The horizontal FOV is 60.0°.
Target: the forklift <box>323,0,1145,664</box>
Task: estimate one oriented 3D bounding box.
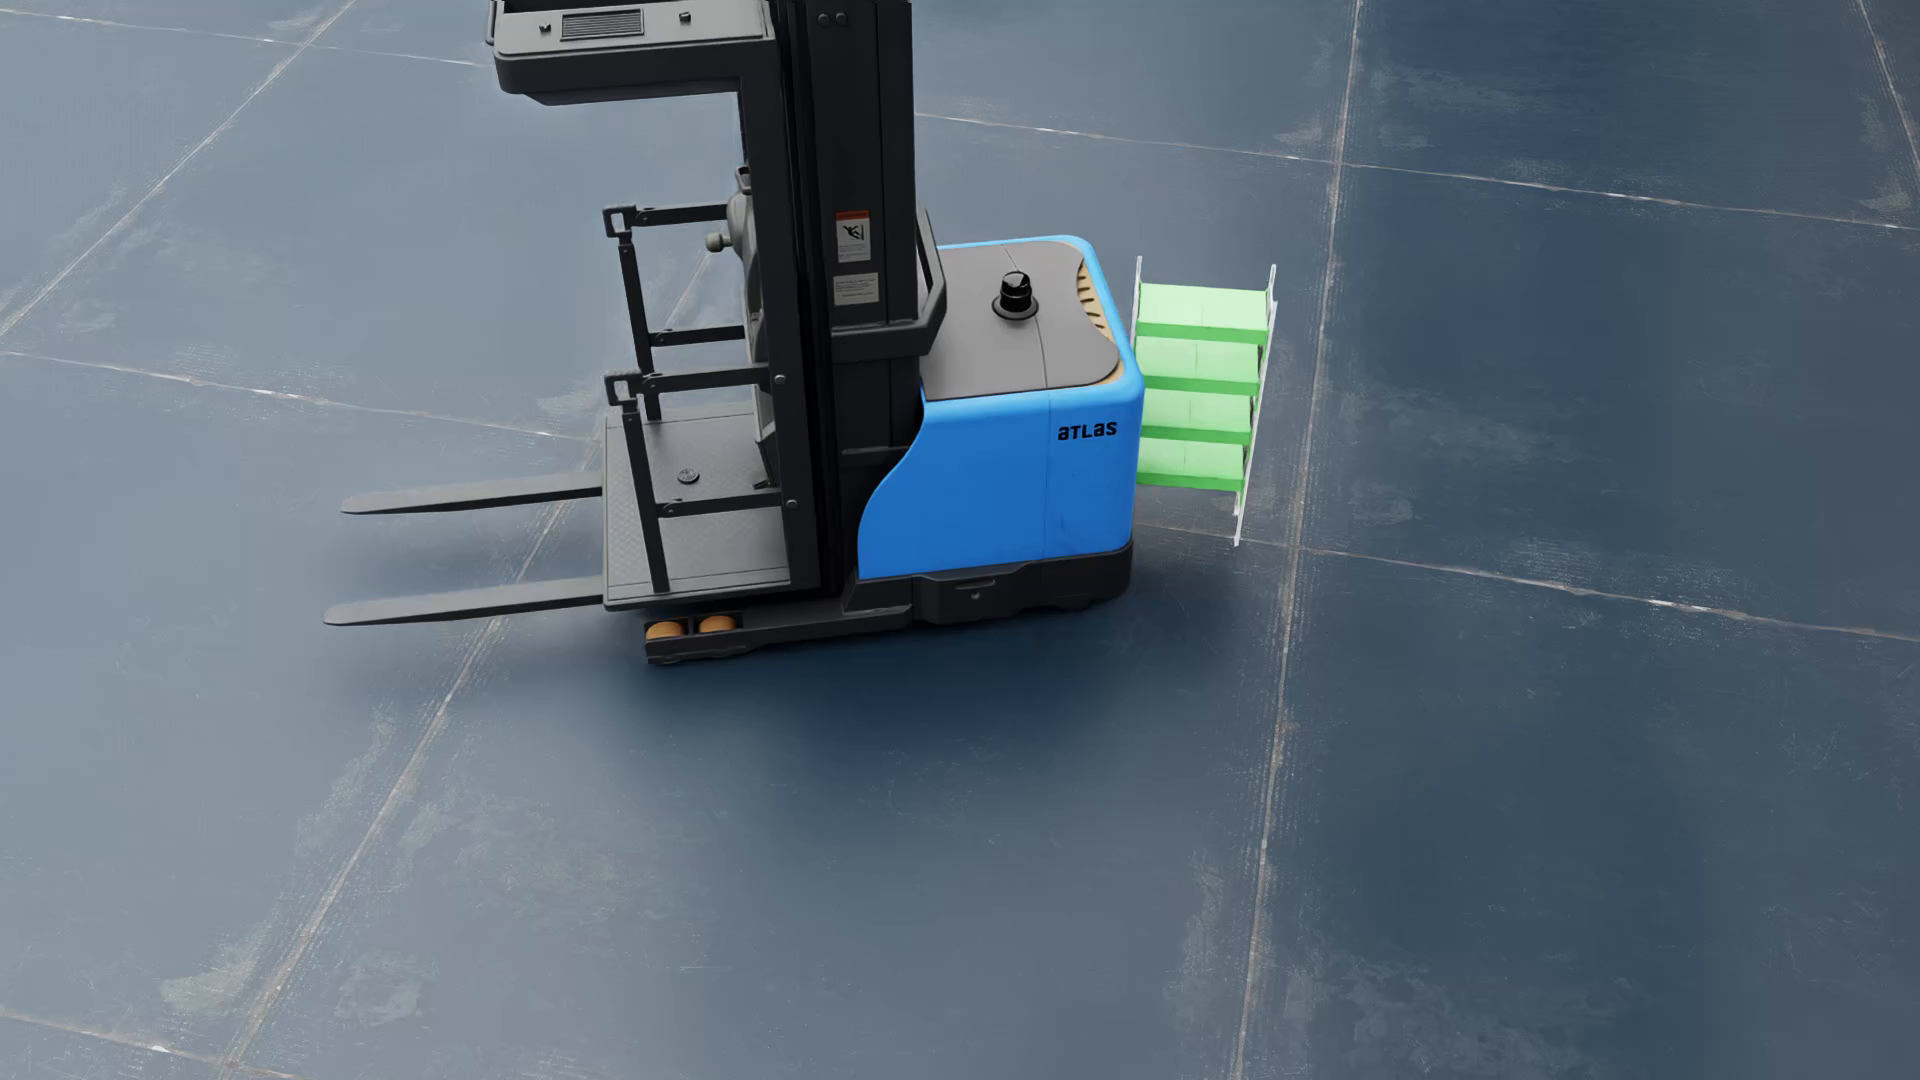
[{"bbox_3d":[-0.900,-0.985,5.660,3.031,2.935,1.130,-6,44,-7],"label":"forklift"}]

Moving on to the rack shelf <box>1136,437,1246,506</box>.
[{"bbox_3d":[0.888,-0.290,6.624,0.480,0.148,0.258,5,44,5],"label":"rack shelf"}]

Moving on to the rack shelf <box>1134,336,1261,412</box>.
[{"bbox_3d":[0.888,-0.635,6.291,0.480,0.148,0.258,5,44,5],"label":"rack shelf"}]

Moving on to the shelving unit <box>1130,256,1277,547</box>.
[{"bbox_3d":[0.888,-0.508,6.413,0.503,1.200,0.258,5,44,5],"label":"shelving unit"}]

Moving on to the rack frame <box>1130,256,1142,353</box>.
[{"bbox_3d":[0.646,-0.528,6.434,0.015,1.200,0.240,5,44,5],"label":"rack frame"}]

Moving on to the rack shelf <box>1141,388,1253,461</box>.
[{"bbox_3d":[0.888,-0.462,6.457,0.480,0.148,0.258,5,44,5],"label":"rack shelf"}]

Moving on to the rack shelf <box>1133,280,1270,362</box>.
[{"bbox_3d":[0.888,-0.808,6.125,0.480,0.148,0.258,5,44,5],"label":"rack shelf"}]

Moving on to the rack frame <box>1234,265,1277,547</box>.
[{"bbox_3d":[1.131,-0.489,6.393,0.015,1.200,0.240,5,44,5],"label":"rack frame"}]
